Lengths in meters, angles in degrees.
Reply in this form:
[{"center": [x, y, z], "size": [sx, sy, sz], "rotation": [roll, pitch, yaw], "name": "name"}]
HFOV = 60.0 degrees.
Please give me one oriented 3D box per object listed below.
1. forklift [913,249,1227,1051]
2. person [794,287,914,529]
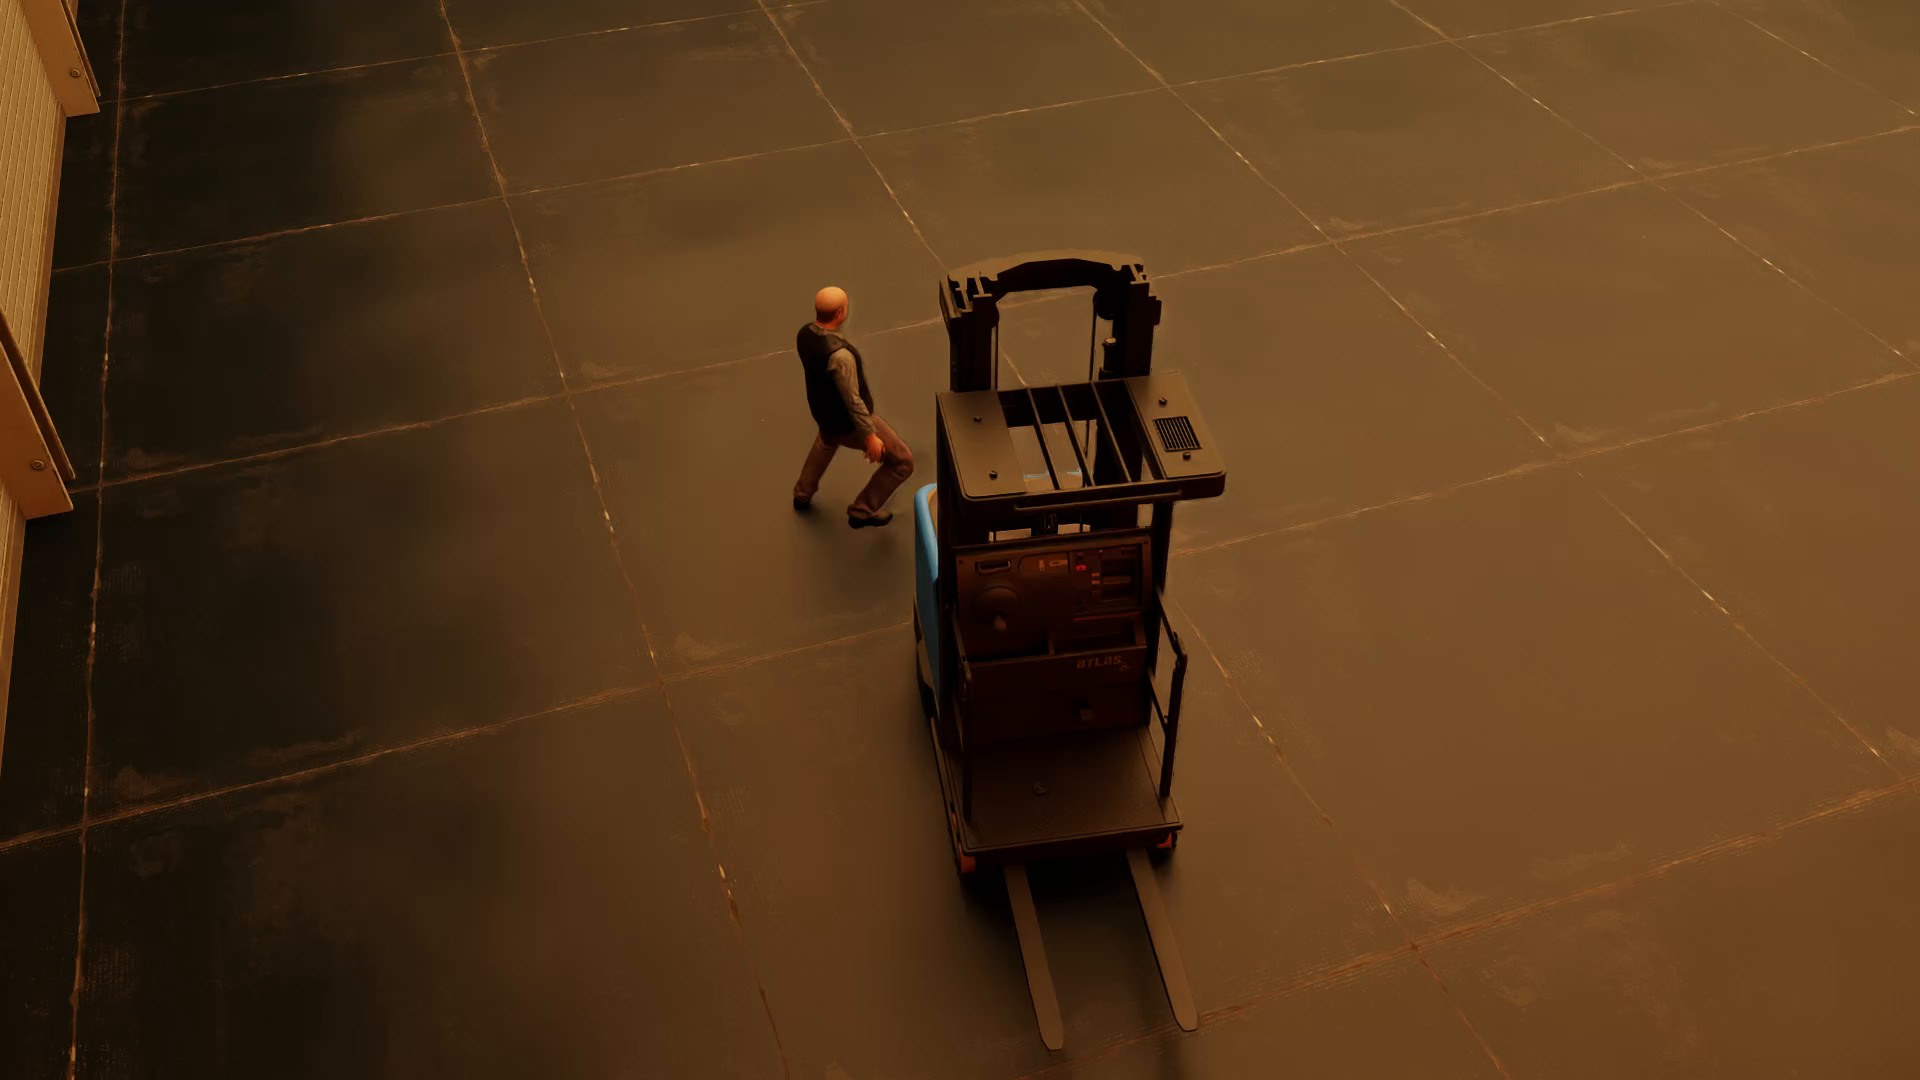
[{"center": [0.480, 0.287, 7.655], "size": [1.130, 2.935, 3.031], "rotation": [-6, 40, -7], "name": "forklift"}, {"center": [-0.683, -0.795, 9.990], "size": [0.594, 1.615, 0.916], "rotation": [-20, 44, -22], "name": "person"}]
